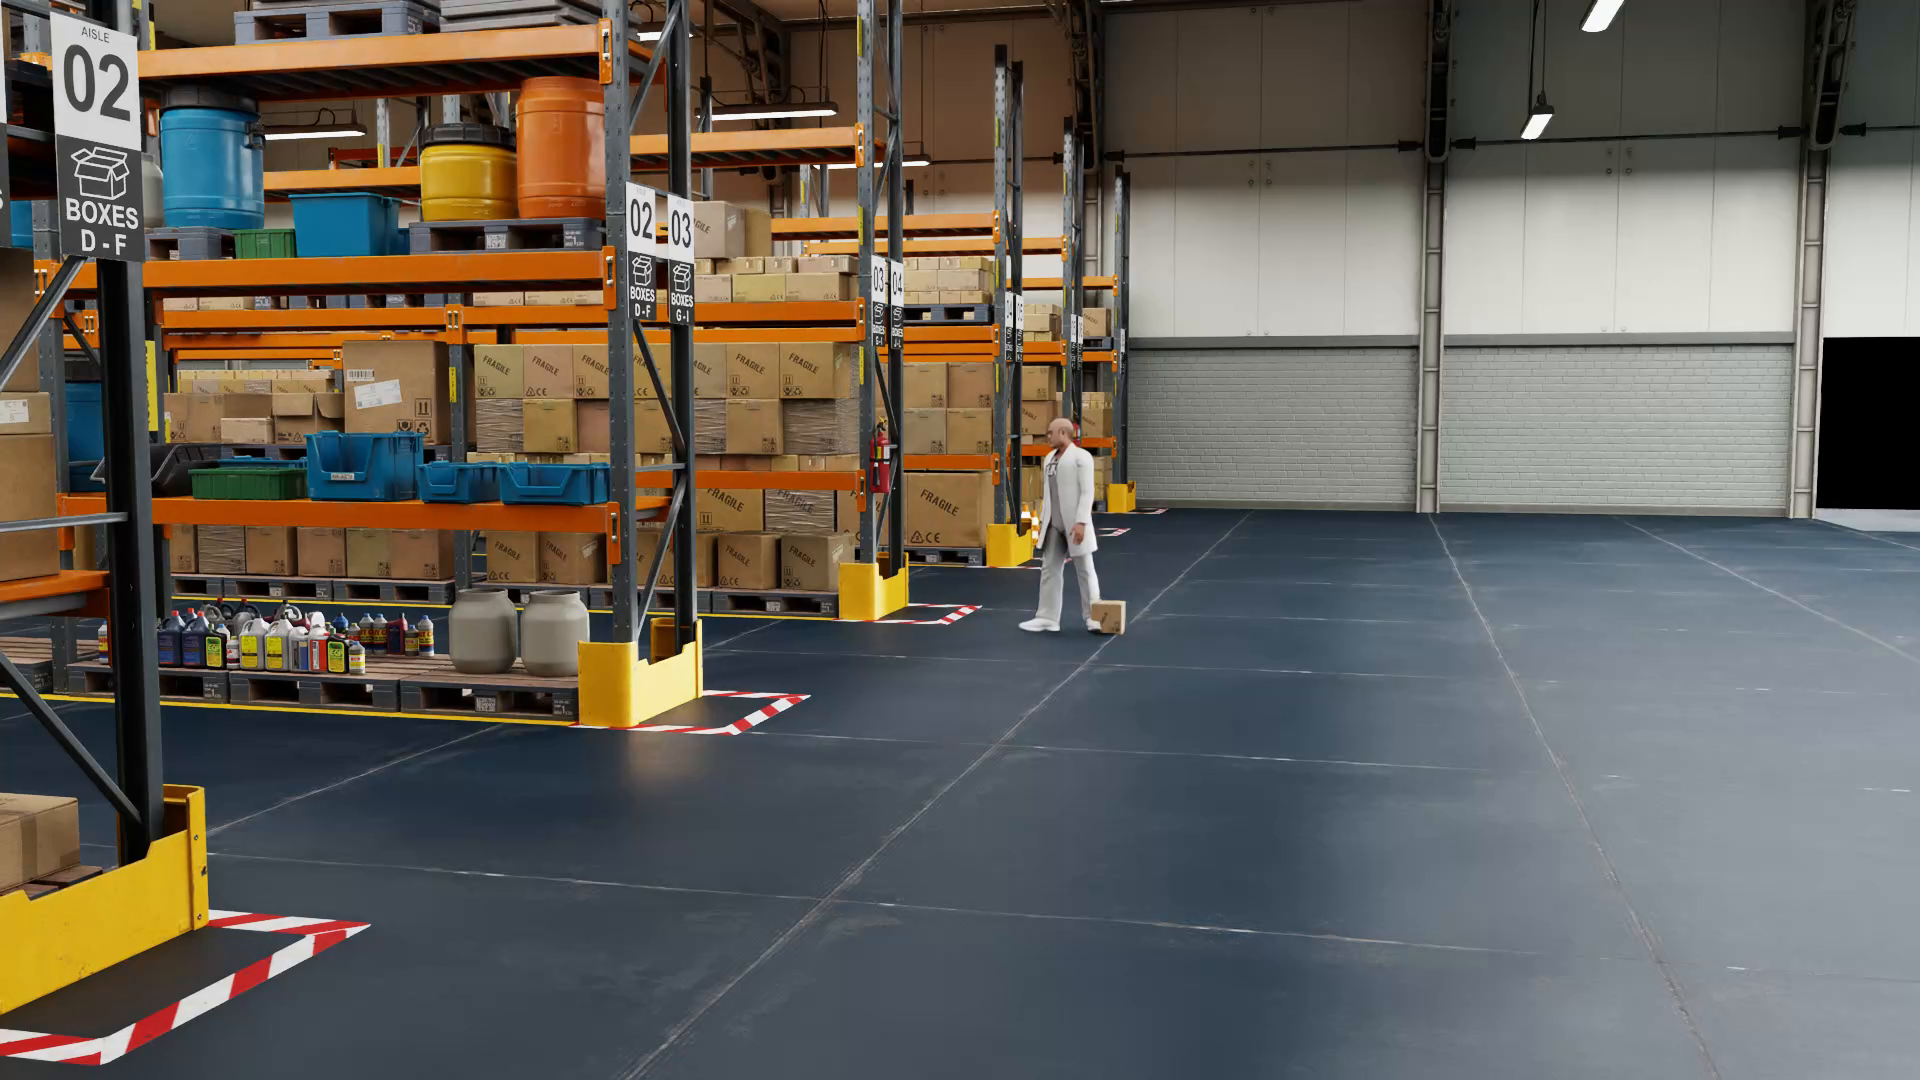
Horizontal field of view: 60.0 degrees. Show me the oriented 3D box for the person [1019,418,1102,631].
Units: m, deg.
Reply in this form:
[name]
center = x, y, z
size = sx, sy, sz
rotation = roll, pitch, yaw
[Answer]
[person]
center = 0.865, -0.121, 13.799
size = 0.684, 1.776, 0.624
rotation = -5, 7, -44
